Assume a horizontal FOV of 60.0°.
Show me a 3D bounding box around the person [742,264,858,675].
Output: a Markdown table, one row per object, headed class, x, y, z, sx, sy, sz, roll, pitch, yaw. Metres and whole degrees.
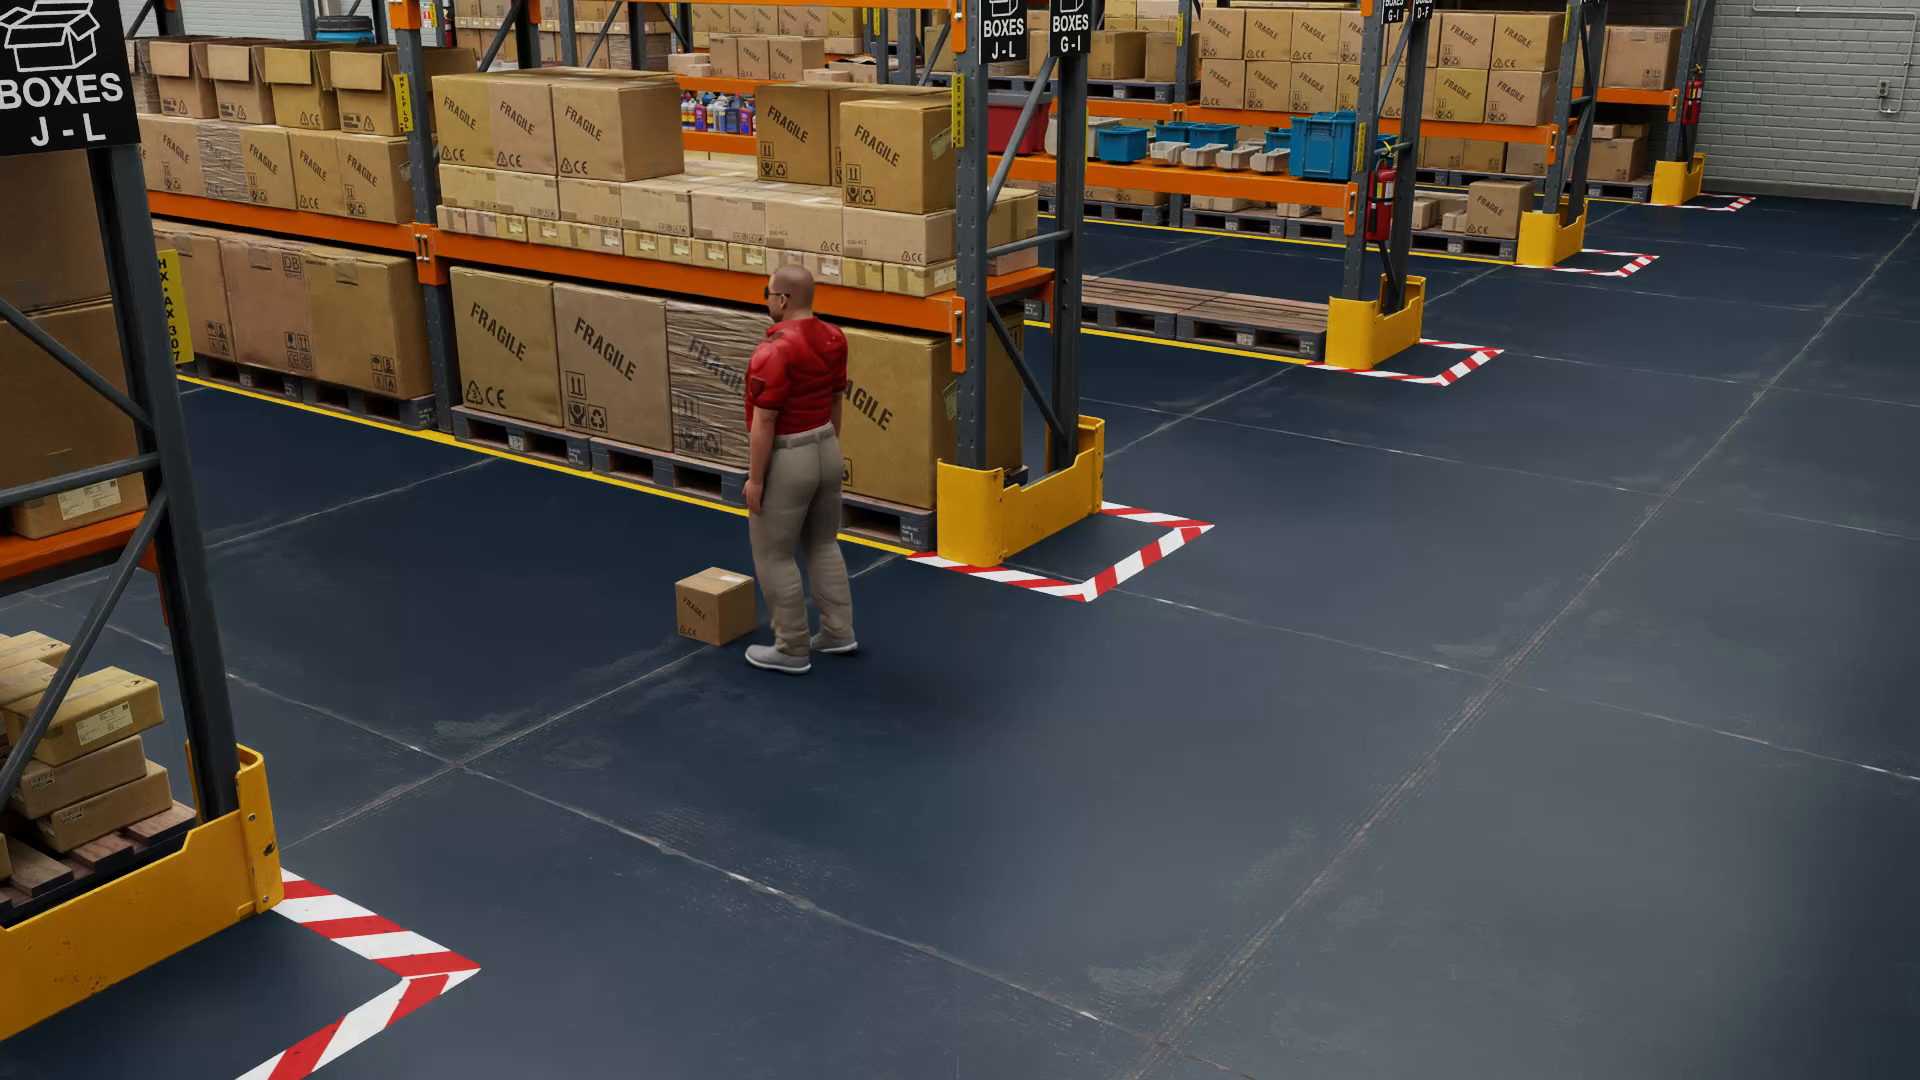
| class | x | y | z | sx | sy | sz | roll | pitch | yaw |
| --- | --- | --- | --- | --- | --- | --- | --- | --- | --- |
| person | -0.705 | -0.282 | 6.939 | 0.367 | 1.753 | 0.527 | 14 | 24 | 33 |
